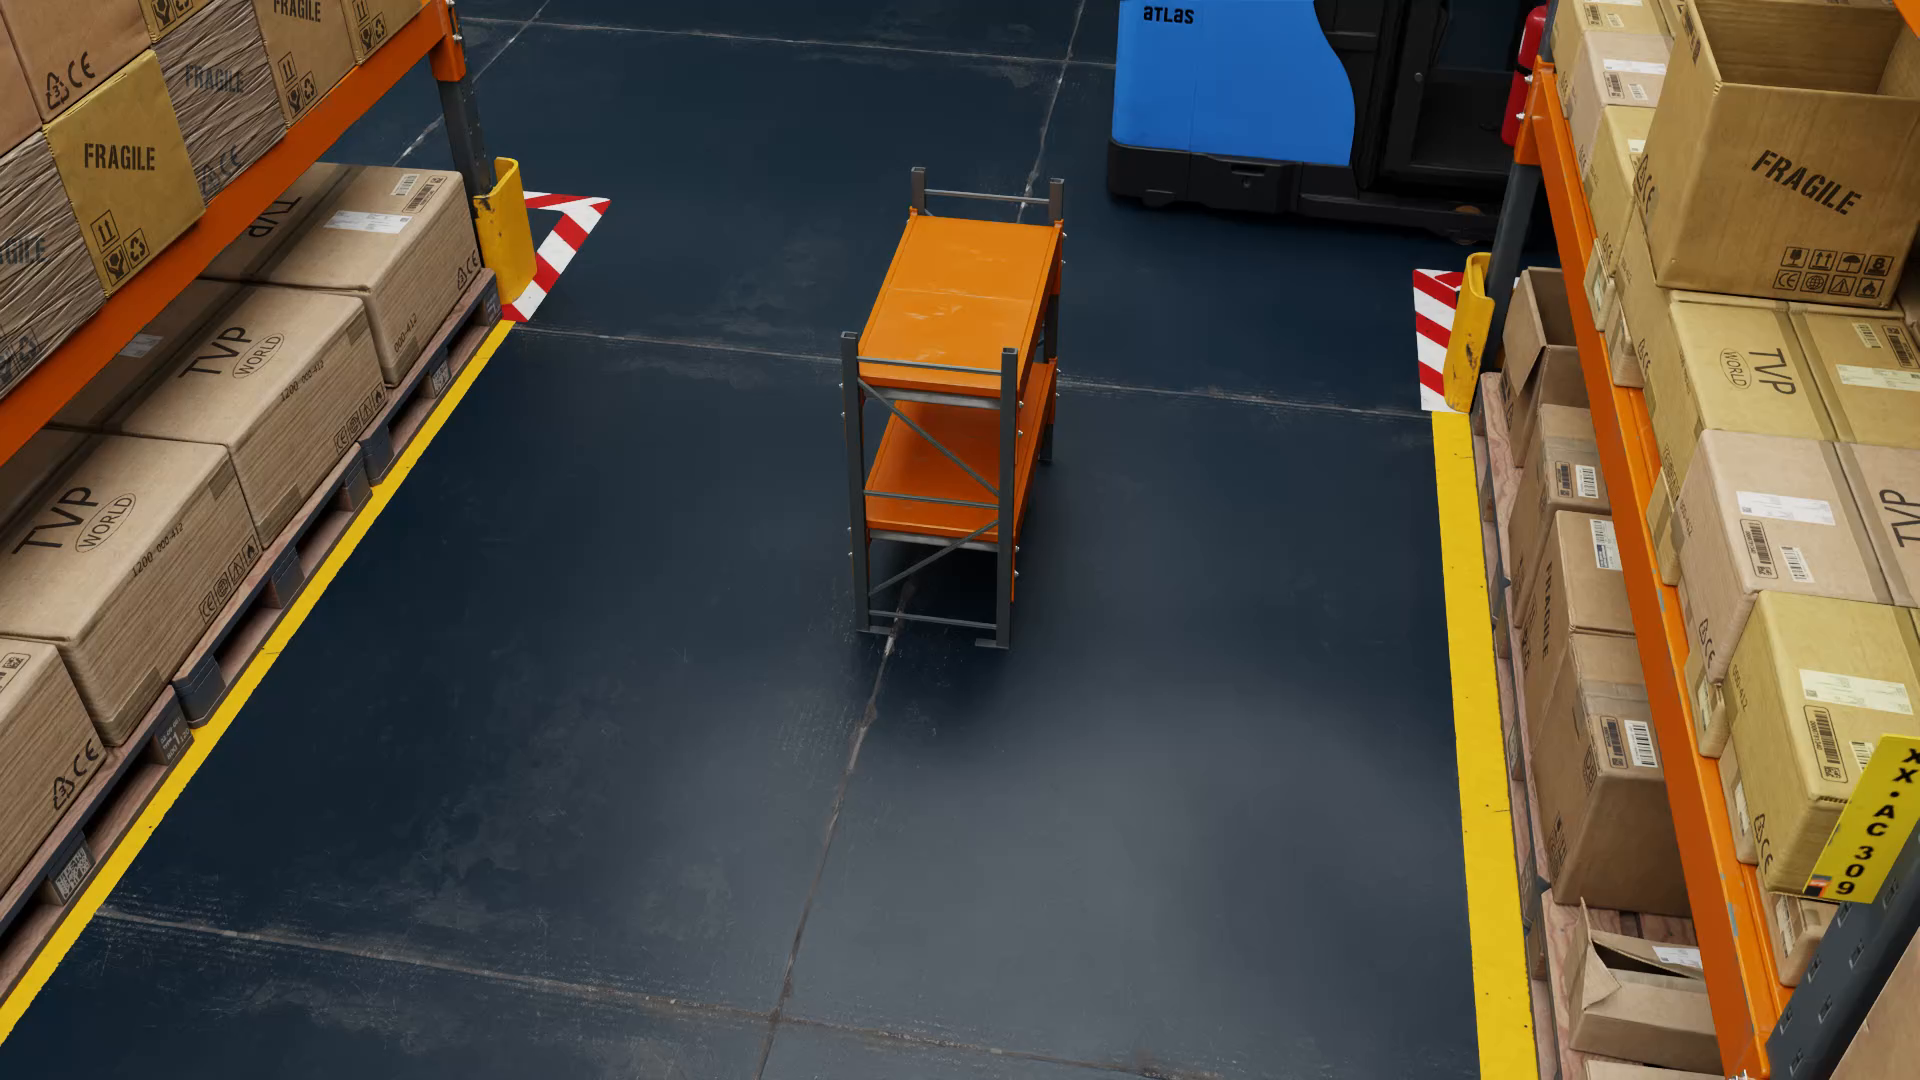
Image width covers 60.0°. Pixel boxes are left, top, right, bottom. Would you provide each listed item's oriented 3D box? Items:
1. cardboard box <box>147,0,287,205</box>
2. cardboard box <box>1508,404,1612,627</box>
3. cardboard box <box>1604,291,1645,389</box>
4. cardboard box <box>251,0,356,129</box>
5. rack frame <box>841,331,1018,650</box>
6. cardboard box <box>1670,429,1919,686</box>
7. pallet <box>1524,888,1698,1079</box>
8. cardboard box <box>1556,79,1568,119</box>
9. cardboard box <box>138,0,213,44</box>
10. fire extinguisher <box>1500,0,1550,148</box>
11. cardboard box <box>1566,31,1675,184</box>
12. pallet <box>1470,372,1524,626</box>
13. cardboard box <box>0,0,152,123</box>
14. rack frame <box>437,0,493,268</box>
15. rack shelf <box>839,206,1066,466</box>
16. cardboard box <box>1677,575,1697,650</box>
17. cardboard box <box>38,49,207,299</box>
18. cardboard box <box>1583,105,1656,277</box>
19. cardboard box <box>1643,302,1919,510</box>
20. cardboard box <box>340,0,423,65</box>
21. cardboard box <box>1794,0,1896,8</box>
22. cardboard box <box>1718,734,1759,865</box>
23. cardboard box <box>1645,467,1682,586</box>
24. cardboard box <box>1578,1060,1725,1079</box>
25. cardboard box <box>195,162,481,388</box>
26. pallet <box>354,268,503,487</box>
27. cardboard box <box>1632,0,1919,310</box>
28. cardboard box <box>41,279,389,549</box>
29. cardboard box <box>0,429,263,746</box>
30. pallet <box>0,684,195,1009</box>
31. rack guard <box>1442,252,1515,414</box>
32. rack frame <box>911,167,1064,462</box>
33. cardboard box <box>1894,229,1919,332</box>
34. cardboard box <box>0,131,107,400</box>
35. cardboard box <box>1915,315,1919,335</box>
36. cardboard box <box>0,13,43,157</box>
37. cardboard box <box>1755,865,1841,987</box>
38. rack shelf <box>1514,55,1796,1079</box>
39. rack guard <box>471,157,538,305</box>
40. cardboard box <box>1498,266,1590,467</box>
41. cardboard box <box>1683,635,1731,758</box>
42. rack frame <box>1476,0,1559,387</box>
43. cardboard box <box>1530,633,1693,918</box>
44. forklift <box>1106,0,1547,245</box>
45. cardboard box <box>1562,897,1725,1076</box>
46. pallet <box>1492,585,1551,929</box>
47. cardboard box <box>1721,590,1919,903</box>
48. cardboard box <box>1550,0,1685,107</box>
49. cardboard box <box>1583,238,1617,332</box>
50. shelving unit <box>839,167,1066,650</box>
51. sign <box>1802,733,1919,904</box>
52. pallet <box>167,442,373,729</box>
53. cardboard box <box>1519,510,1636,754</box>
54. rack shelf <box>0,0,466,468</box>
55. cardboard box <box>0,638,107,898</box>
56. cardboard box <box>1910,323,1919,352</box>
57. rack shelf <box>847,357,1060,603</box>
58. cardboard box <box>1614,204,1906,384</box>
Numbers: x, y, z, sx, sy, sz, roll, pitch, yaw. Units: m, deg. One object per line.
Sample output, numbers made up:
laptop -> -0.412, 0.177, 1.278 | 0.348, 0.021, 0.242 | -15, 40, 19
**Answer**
cardboard box -> -2.419, -1.353, 4.954 | 0.500, 0.500, 0.500 | 7, 40, 9
cardboard box -> 2.089, -0.032, 5.067 | 0.700, 0.500, 0.500 | 8, 40, 9
cardboard box -> 1.850, -0.496, 4.193 | 0.380, 0.149, 0.250 | 7, 40, 9
cardboard box -> -2.340, -1.677, 5.346 | 0.500, 0.500, 0.500 | 6, 40, 7
rack frame -> -0.087, -0.119, 5.011 | 0.500, 1.125, 0.032 | 6, 40, 8
cardboard box -> 1.702, 0.052, 3.217 | 0.500, 0.250, 0.500 | 7, 40, 8
pallet -> 1.902, 1.415, 3.873 | 1.003, 0.211, 1.213 | 6, 40, 8
cardboard box -> 2.147, -1.466, 5.366 | 0.380, 0.149, 0.250 | 6, 40, 7
cardboard box -> -2.414, -1.738, 4.635 | 0.500, 0.500, 0.500 | 6, 40, 7
fire extinguisher -> 2.044, -1.709, 5.816 | 0.296, 0.674, 0.183 | 6, 40, 8
cardboard box -> 2.043, -1.224, 4.761 | 0.500, 0.250, 0.500 | 7, 40, 8
pallet -> 2.324, -0.116, 5.725 | 1.003, 0.211, 1.213 | 6, 40, 8
cardboard box -> -2.503, -1.422, 4.253 | 0.500, 0.500, 0.500 | 6, 40, 7
rack frame -> -2.415, -2.284, 6.158 | 1.000, 3.000, 0.127 | 6, 40, 8
rack shelf -> 0.001, -0.663, 5.210 | 0.538, 0.278, 1.000 | 6, 40, 8
cardboard box -> 1.705, 0.147, 3.415 | 0.380, 0.149, 0.250 | 7, 40, 9
cardboard box -> -2.496, -1.028, 4.561 | 0.500, 0.500, 0.500 | 8, 40, 9
cardboard box -> 1.959, -0.906, 4.376 | 0.500, 0.250, 0.500 | 6, 40, 7
cardboard box -> 1.801, -0.260, 3.594 | 0.500, 0.250, 0.500 | 6, 40, 7
cardboard box -> -2.238, -1.991, 5.725 | 0.500, 0.500, 0.500 | 7, 40, 8
cardboard box -> 2.656, -1.478, 5.068 | 0.500, 0.250, 0.500 | 7, 40, 9
cardboard box -> 1.612, 0.474, 3.019 | 0.380, 0.149, 0.250 | 7, 40, 9
cardboard box -> 1.722, -0.016, 3.613 | 0.380, 0.149, 0.250 | 6, 40, 7
cardboard box -> 1.589, 1.326, 3.700 | 0.380, 0.149, 0.250 | 5, 40, 6
cardboard box -> -2.431, -1.033, 6.327 | 0.875, 0.438, 0.875 | 5, 40, 6
pallet -> -2.476, -0.699, 6.430 | 1.003, 0.211, 1.213 | 6, 40, 8
cardboard box -> 1.871, -0.888, 3.766 | 0.500, 0.500, 0.500 | 7, 40, 9
cardboard box -> -2.581, -0.458, 5.631 | 0.875, 0.438, 0.875 | 7, 40, 9
cardboard box -> -2.739, 0.108, 4.947 | 0.875, 0.438, 0.875 | 5, 40, 6
pallet -> -2.899, 0.832, 4.577 | 1.003, 0.211, 1.213 | 6, 40, 8
rack guard -> 2.461, -0.728, 6.238 | 1.175, 0.500, 0.348 | 6, 40, 8
rack frame -> 0.089, -0.757, 5.783 | 0.500, 1.125, 0.032 | 6, 40, 8
cardboard box -> 2.385, -0.516, 3.904 | 0.500, 0.250, 0.500 | 6, 40, 8
cardboard box -> -2.585, -0.705, 4.170 | 0.500, 0.500, 0.500 | 7, 40, 8
cardboard box -> 2.302, -0.480, 3.272 | 0.500, 0.500, 0.500 | 5, 40, 6
cardboard box -> -2.593, -1.106, 3.871 | 0.500, 0.500, 0.500 | 7, 40, 9
cardboard box -> 1.588, 0.640, 2.819 | 0.380, 0.149, 0.250 | 7, 40, 8
rack shelf -> 2.128, -0.207, 4.210 | 1.077, 0.370, 4.000 | 6, 40, 8
rack guard -> -2.411, -1.336, 6.973 | 1.175, 0.500, 0.348 | 6, 40, 8
cardboard box -> 2.275, -0.565, 5.709 | 0.797, 0.503, 0.637 | 5, 40, 6
cardboard box -> 1.633, 0.309, 3.220 | 0.380, 0.149, 0.250 | 7, 40, 9
rack frame -> 2.474, -1.739, 5.499 | 1.000, 3.000, 0.127 | 6, 40, 8
cardboard box -> 1.909, 0.620, 4.279 | 0.700, 0.500, 0.500 | 5, 40, 6
forklift -> 2.237, -2.775, 6.806 | 3.031, 2.935, 1.130 | 8, 40, 9
cardboard box -> 1.651, 1.057, 3.933 | 0.396, 0.266, 0.258 | 8, 40, 9
pallet -> 2.111, 0.647, 4.802 | 1.003, 0.211, 1.213 | 6, 40, 8
cardboard box -> 1.630, 0.368, 2.835 | 0.500, 0.250, 0.500 | 7, 40, 9
cardboard box -> 2.130, -1.541, 5.144 | 0.500, 0.250, 0.500 | 7, 40, 8
cardboard box -> 1.875, -0.663, 4.395 | 0.380, 0.149, 0.250 | 5, 40, 6
shelving unit -> 0.001, -0.438, 5.397 | 0.538, 1.125, 1.048 | 6, 40, 8
sign -> 1.246, 0.383, 2.254 | 0.100, 0.325, 0.005 | 6, 40, 8
pallet -> -2.690, 0.065, 5.506 | 1.003, 0.211, 1.213 | 6, 40, 8
cardboard box -> 1.899, 0.289, 4.679 | 0.500, 0.500, 0.500 | 7, 40, 8
rack shelf -> -2.761, -0.752, 4.869 | 1.077, 0.370, 4.000 | 6, 40, 8
cardboard box -> -2.893, 0.670, 4.267 | 0.875, 0.438, 0.875 | 6, 40, 7
cardboard box -> 2.305, -0.206, 3.529 | 0.500, 0.250, 0.500 | 7, 40, 9
rack shelf -> 0.001, -0.249, 5.553 | 0.538, 0.278, 1.000 | 6, 40, 8
cardboard box -> 1.891, -0.583, 3.985 | 0.500, 0.250, 0.500 | 5, 40, 7
